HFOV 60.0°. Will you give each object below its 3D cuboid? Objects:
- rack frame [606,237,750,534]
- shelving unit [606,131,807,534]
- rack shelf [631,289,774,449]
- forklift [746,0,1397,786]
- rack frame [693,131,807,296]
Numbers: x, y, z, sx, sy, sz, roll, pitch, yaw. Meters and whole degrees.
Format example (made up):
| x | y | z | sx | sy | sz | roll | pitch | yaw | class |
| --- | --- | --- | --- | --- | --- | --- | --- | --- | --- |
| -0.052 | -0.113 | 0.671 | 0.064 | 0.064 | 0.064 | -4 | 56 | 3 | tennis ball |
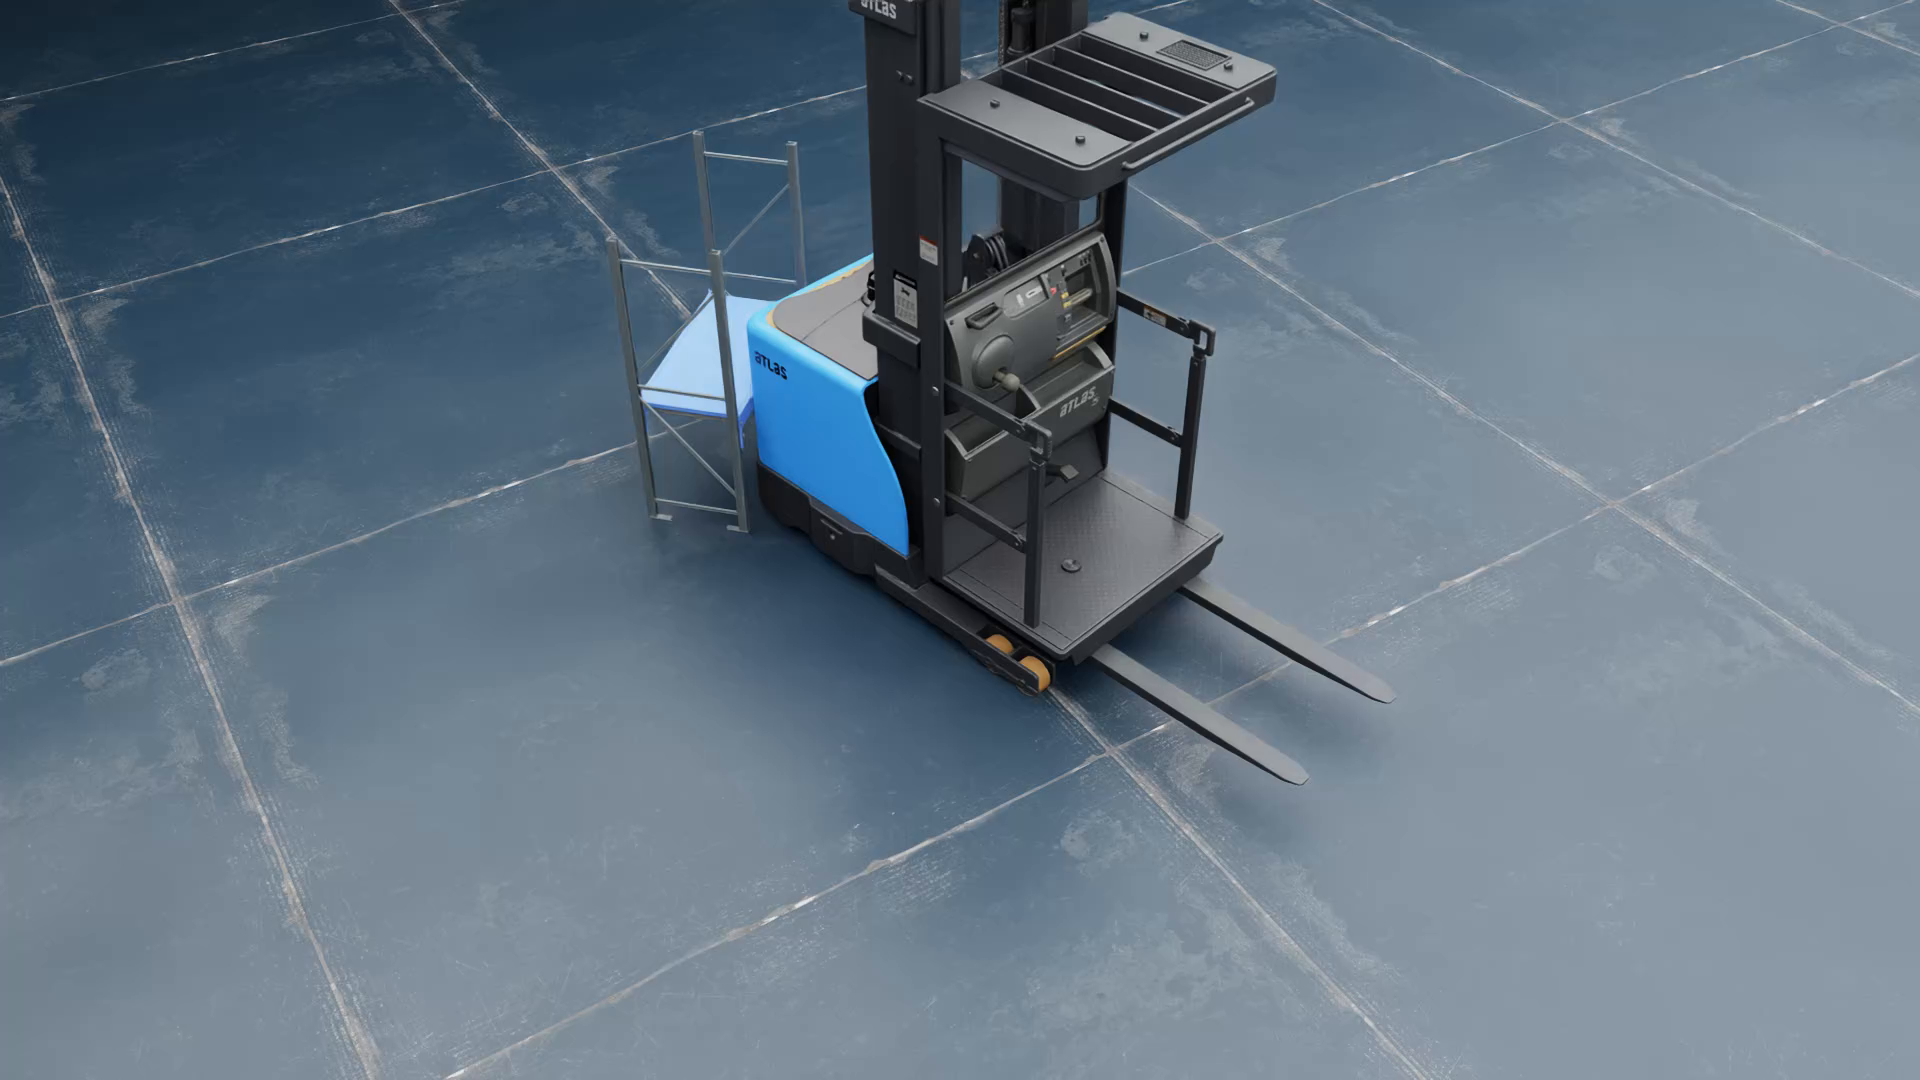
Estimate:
| x | y | z | sx | sy | sz | roll | pitch | yaw | class |
| --- | --- | --- | --- | --- | --- | --- | --- | --- | --- |
| -1.239 | -0.653 | 7.423 | 0.500 | 1.500 | 0.032 | 9 | 41 | 10 | rack frame |
| -1.119 | -0.969 | 7.802 | 0.538 | 1.500 | 1.048 | 9 | 41 | 10 | shelving unit |
| -1.119 | -0.831 | 7.918 | 0.538 | 0.185 | 1.000 | 9 | 41 | 10 | rack shelf |
| 0.447 | -0.847 | 6.538 | 3.031 | 2.935 | 1.130 | 32 | 49 | 32 | forklift |
| -0.998 | -1.286 | 8.182 | 0.500 | 1.500 | 0.032 | 9 | 41 | 10 | rack frame |
